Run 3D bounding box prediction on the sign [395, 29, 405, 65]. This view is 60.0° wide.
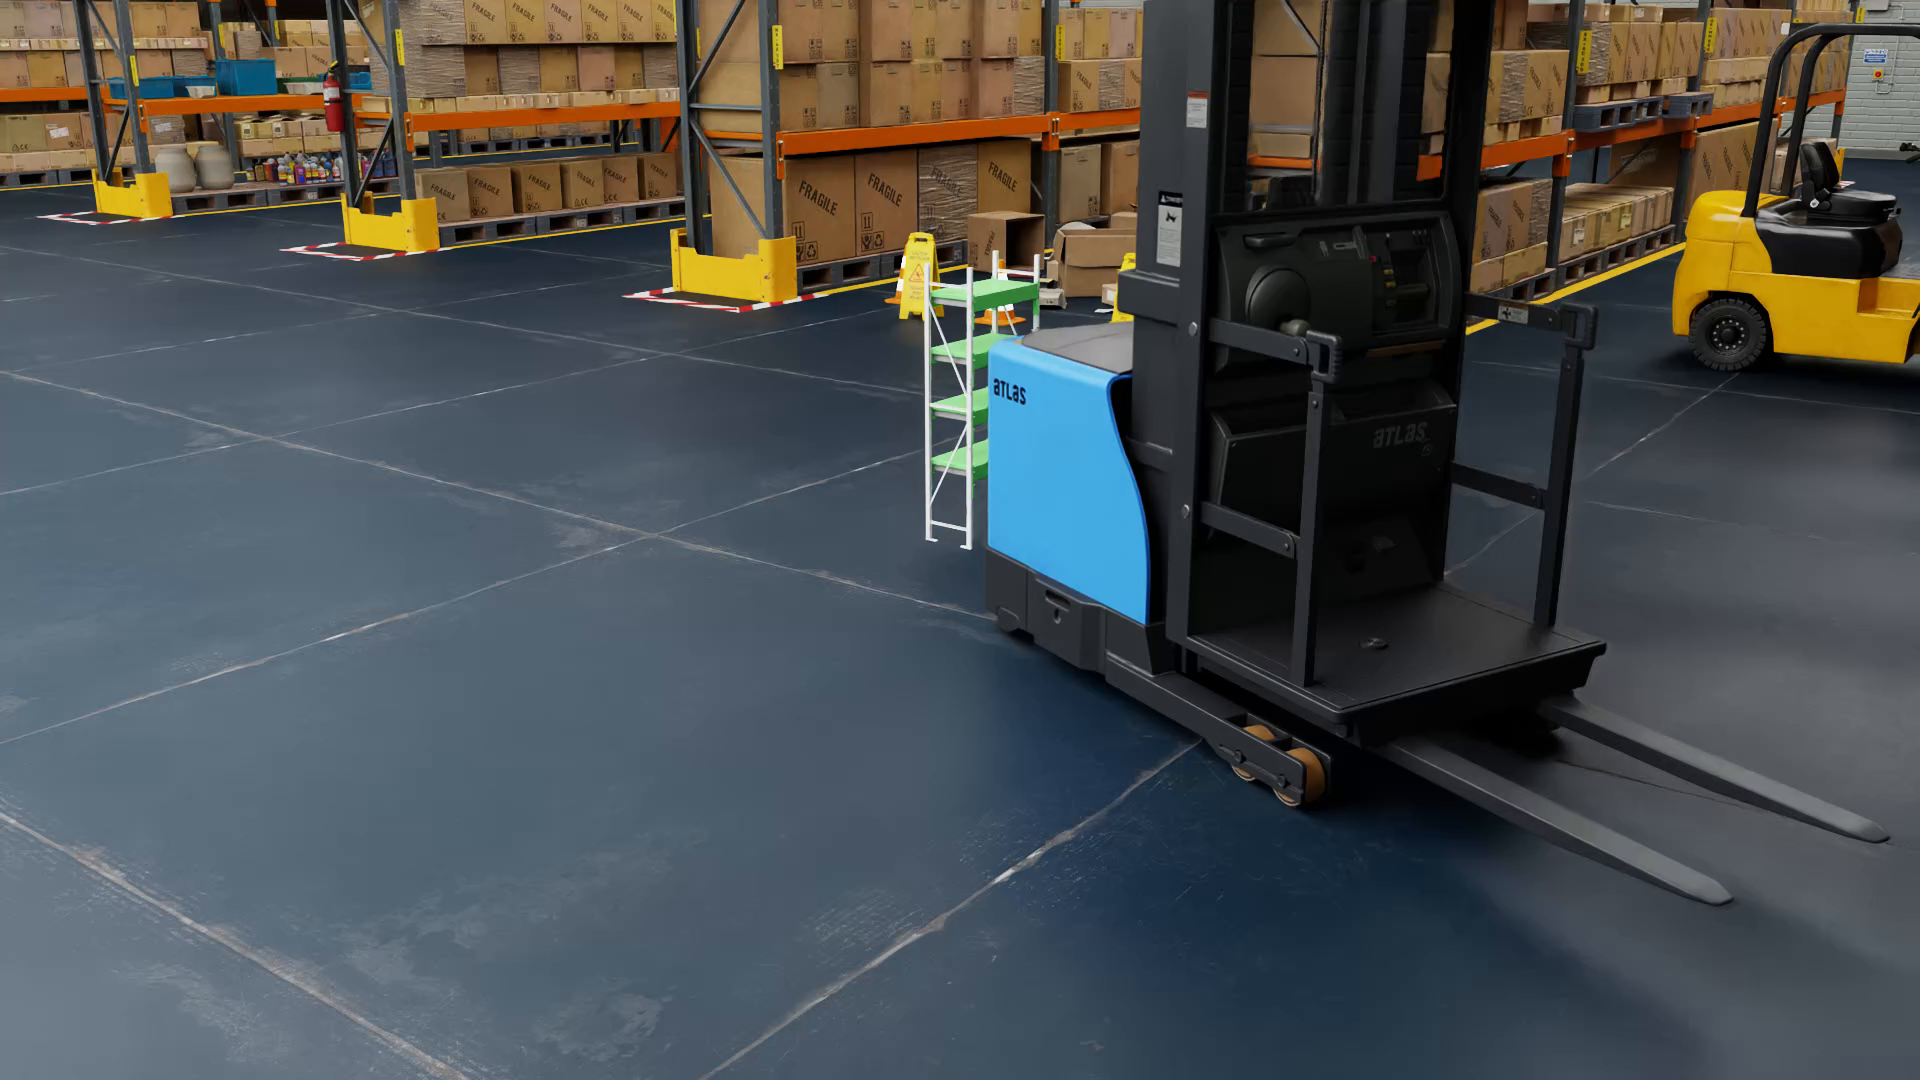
[{"bbox_3d":[-5.351,-4.707,15.885,0.100,0.325,0.005,12,21,35],"label":"sign"}]

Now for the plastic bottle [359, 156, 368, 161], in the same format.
[{"bbox_3d":[-7.782,-4.897,21.807,0.152,0.276,0.135,12,21,35],"label":"plastic bottle"}]

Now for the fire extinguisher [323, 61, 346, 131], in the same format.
[{"bbox_3d":[-6.225,-4.407,16.508,0.296,0.674,0.183,12,21,35],"label":"fire extinguisher"}]

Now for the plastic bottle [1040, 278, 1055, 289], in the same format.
[{"bbox_3d":[0.724,-2.194,14.205,0.133,0.061,0.283,5,18,16],"label":"plastic bottle"}]

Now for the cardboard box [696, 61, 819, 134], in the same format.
[{"bbox_3d":[-1.679,-3.657,13.710,0.875,0.550,0.550,12,21,35],"label":"cardboard box"}]

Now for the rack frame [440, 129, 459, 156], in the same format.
[{"bbox_3d":[-8.974,-8.047,28.097,1.000,3.000,0.127,12,21,35],"label":"rack frame"}]

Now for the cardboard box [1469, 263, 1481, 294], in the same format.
[{"bbox_3d":[3.500,-1.922,12.302,0.500,0.250,0.500,14,22,38],"label":"cardboard box"}]

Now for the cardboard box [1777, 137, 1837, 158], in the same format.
[{"bbox_3d":[11.392,-5.251,22.709,0.875,0.438,0.875,12,21,33],"label":"cardboard box"}]

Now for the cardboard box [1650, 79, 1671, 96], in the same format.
[{"bbox_3d":[6.407,-4.234,15.535,0.380,0.149,0.250,13,21,36],"label":"cardboard box"}]

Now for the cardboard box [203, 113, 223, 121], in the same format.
[{"bbox_3d":[-13.742,-7.655,30.308,0.700,0.500,0.500,12,21,35],"label":"cardboard box"}]

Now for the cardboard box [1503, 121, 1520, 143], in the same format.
[{"bbox_3d":[4.006,-3.098,12.587,0.380,0.149,0.250,12,21,34],"label":"cardboard box"}]

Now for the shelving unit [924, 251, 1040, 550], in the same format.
[{"bbox_3d":[0.099,-0.612,7.193,0.258,1.200,0.503,12,21,35],"label":"shelving unit"}]

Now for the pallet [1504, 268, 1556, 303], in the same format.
[{"bbox_3d":[4.183,-2.093,13.629,1.003,0.211,1.213,12,21,35],"label":"pallet"}]

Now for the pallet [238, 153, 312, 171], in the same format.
[{"bbox_3d":[-10.950,-5.945,26.030,1.003,0.211,1.213,12,21,35],"label":"pallet"}]

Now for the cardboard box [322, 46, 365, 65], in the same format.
[{"bbox_3d":[-9.961,-7.692,26.786,0.500,0.500,0.500,11,20,32],"label":"cardboard box"}]

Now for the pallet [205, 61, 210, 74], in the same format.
[{"bbox_3d":[-14.101,-8.351,29.400,1.003,0.211,1.213,12,21,35],"label":"pallet"}]

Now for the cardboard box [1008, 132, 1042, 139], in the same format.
[{"bbox_3d":[0.466,-6.065,24.590,1.225,0.875,0.875,12,21,33],"label":"cardboard box"}]

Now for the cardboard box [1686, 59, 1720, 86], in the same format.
[{"bbox_3d":[7.439,-4.788,17.015,0.500,0.250,0.500,12,21,34],"label":"cardboard box"}]

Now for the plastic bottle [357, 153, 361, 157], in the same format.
[{"bbox_3d":[-8.094,-5.047,22.288,0.152,0.276,0.135,13,22,37],"label":"plastic bottle"}]

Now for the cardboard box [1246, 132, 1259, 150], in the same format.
[{"bbox_3d":[3.508,-4.881,20.146,0.500,0.250,0.500,11,21,32],"label":"cardboard box"}]

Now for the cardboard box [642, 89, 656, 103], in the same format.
[{"bbox_3d":[-3.650,-5.013,18.751,0.380,0.149,0.250,12,21,35],"label":"cardboard box"}]

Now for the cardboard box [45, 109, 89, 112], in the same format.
[{"bbox_3d":[-12.777,-5.927,23.935,0.500,0.500,0.500,12,21,35],"label":"cardboard box"}]

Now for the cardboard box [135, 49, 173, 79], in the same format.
[{"bbox_3d":[-11.926,-6.908,24.262,0.700,0.500,0.500,12,21,34],"label":"cardboard box"}]

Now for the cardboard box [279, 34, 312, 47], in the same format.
[{"bbox_3d":[-12.460,-9.191,31.078,0.500,0.500,0.500,13,22,36],"label":"cardboard box"}]

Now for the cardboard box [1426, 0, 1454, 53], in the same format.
[{"bbox_3d":[3.238,-3.819,12.129,0.700,0.500,0.500,12,21,34],"label":"cardboard box"}]

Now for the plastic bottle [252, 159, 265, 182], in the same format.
[{"bbox_3d":[-8.968,-4.724,21.236,0.061,0.283,0.133,13,22,36],"label":"plastic bottle"}]

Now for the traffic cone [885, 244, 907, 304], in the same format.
[{"bbox_3d":[-0.407,-2.153,13.397,0.336,0.463,0.334,12,21,35],"label":"traffic cone"}]

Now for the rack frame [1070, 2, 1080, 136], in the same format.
[{"bbox_3d":[1.363,-7.248,25.525,1.000,3.000,0.127,12,21,35],"label":"rack frame"}]

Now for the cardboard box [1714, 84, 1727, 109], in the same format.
[{"bbox_3d":[7.724,-4.670,17.477,0.500,0.250,0.500,12,21,33],"label":"cardboard box"}]

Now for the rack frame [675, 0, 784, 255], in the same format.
[{"bbox_3d":[-1.864,-3.489,13.422,1.000,3.000,0.127,12,21,35],"label":"rack frame"}]

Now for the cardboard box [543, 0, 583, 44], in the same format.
[{"bbox_3d":[-4.347,-5.497,17.532,0.500,0.500,0.500,12,21,35],"label":"cardboard box"}]

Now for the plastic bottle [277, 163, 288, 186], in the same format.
[{"bbox_3d":[-8.434,-4.549,20.693,0.097,0.271,0.097,0,17,0],"label":"plastic bottle"}]

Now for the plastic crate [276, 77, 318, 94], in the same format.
[{"bbox_3d":[-8.417,-5.843,21.359,0.450,0.188,0.662,12,21,35],"label":"plastic crate"}]

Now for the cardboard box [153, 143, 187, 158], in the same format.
[{"bbox_3d":[-11.764,-5.715,24.517,0.500,0.250,0.500,12,21,35],"label":"cardboard box"}]

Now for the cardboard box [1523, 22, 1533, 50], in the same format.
[{"bbox_3d":[4.646,-4.132,14.114,0.500,0.500,0.500,12,21,34],"label":"cardboard box"}]

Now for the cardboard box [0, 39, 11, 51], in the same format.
[{"bbox_3d":[-13.029,-6.677,22.424,0.380,0.149,0.250,13,21,35],"label":"cardboard box"}]

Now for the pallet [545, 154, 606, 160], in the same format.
[{"bbox_3d":[-5.491,-5.661,25.117,1.003,0.211,1.213,12,21,35],"label":"pallet"}]

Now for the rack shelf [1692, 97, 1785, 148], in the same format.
[{"bbox_3d":[8.130,-4.677,18.459,1.077,0.370,4.000,12,21,35],"label":"rack shelf"}]

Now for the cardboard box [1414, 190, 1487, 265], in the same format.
[{"bbox_3d":[3.502,-2.276,12.180,0.500,0.500,0.500,13,21,36],"label":"cardboard box"}]

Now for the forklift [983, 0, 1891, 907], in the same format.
[{"bbox_3d":[1.262,-0.789,4.844,1.130,2.935,3.031,-10,20,-29],"label":"forklift"}]

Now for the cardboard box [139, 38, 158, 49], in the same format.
[{"bbox_3d":[-11.806,-7.165,23.995,0.380,0.149,0.250,12,21,35],"label":"cardboard box"}]

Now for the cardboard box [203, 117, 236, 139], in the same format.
[{"bbox_3d":[-11.346,-6.396,25.766,0.500,0.311,0.500,12,21,35],"label":"cardboard box"}]

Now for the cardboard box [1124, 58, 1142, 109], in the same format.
[{"bbox_3d":[1.649,-4.806,17.495,0.500,0.500,0.500,12,21,34],"label":"cardboard box"}]

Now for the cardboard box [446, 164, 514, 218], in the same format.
[{"bbox_3d":[-5.073,-3.691,17.578,0.500,0.500,0.500,-13,22,-36],"label":"cardboard box"}]

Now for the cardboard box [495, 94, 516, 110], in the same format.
[{"bbox_3d":[-4.814,-4.530,17.197,0.380,0.149,0.250,12,21,35],"label":"cardboard box"}]

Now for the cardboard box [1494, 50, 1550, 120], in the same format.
[{"bbox_3d":[4.189,-3.507,12.811,0.500,0.500,0.500,13,22,37],"label":"cardboard box"}]

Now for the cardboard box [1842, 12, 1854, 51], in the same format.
[{"bbox_3d":[11.609,-6.818,22.286,0.500,0.500,0.500,13,22,36],"label":"cardboard box"}]

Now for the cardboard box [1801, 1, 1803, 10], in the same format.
[{"bbox_3d":[9.977,-6.493,20.147,0.380,0.149,0.250,12,21,34],"label":"cardboard box"}]

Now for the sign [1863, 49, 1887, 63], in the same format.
[{"bbox_3d":[15.044,-7.949,27.327,0.327,0.218,0.001,12,21,35],"label":"sign"}]

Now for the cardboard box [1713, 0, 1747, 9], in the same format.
[{"bbox_3d":[9.250,-6.461,20.044,0.380,0.149,0.250,12,21,34],"label":"cardboard box"}]

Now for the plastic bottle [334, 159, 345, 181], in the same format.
[{"bbox_3d":[-7.941,-4.762,21.371,0.152,0.276,0.135,13,21,36],"label":"plastic bottle"}]

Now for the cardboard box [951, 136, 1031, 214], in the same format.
[{"bbox_3d":[0.088,-3.490,16.300,0.875,0.875,0.875,13,21,36],"label":"cardboard box"}]

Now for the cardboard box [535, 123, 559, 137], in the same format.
[{"bbox_3d":[-7.556,-7.490,29.779,0.500,0.500,0.500,12,21,33],"label":"cardboard box"}]

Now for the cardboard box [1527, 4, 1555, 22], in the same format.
[{"bbox_3d":[5.049,-4.608,14.552,0.380,0.149,0.250,12,21,33],"label":"cardboard box"}]

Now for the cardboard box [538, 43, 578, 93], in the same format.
[{"bbox_3d":[-4.596,-5.074,17.856,0.875,0.500,0.500,12,21,35],"label":"cardboard box"}]

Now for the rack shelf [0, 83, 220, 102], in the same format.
[{"bbox_3d":[-12.549,-6.274,23.602,1.077,0.370,4.000,12,21,35],"label":"rack shelf"}]

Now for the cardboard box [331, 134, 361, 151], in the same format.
[{"bbox_3d":[-10.002,-6.400,26.723,0.500,0.250,0.500,13,21,36],"label":"cardboard box"}]

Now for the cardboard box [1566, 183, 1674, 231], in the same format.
[{"bbox_3d":[6.594,-3.357,16.718,0.950,0.372,0.625,11,20,31],"label":"cardboard box"}]

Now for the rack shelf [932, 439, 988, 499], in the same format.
[{"bbox_3d":[0.099,-0.322,7.283,0.258,0.148,0.480,12,21,35],"label":"rack shelf"}]
